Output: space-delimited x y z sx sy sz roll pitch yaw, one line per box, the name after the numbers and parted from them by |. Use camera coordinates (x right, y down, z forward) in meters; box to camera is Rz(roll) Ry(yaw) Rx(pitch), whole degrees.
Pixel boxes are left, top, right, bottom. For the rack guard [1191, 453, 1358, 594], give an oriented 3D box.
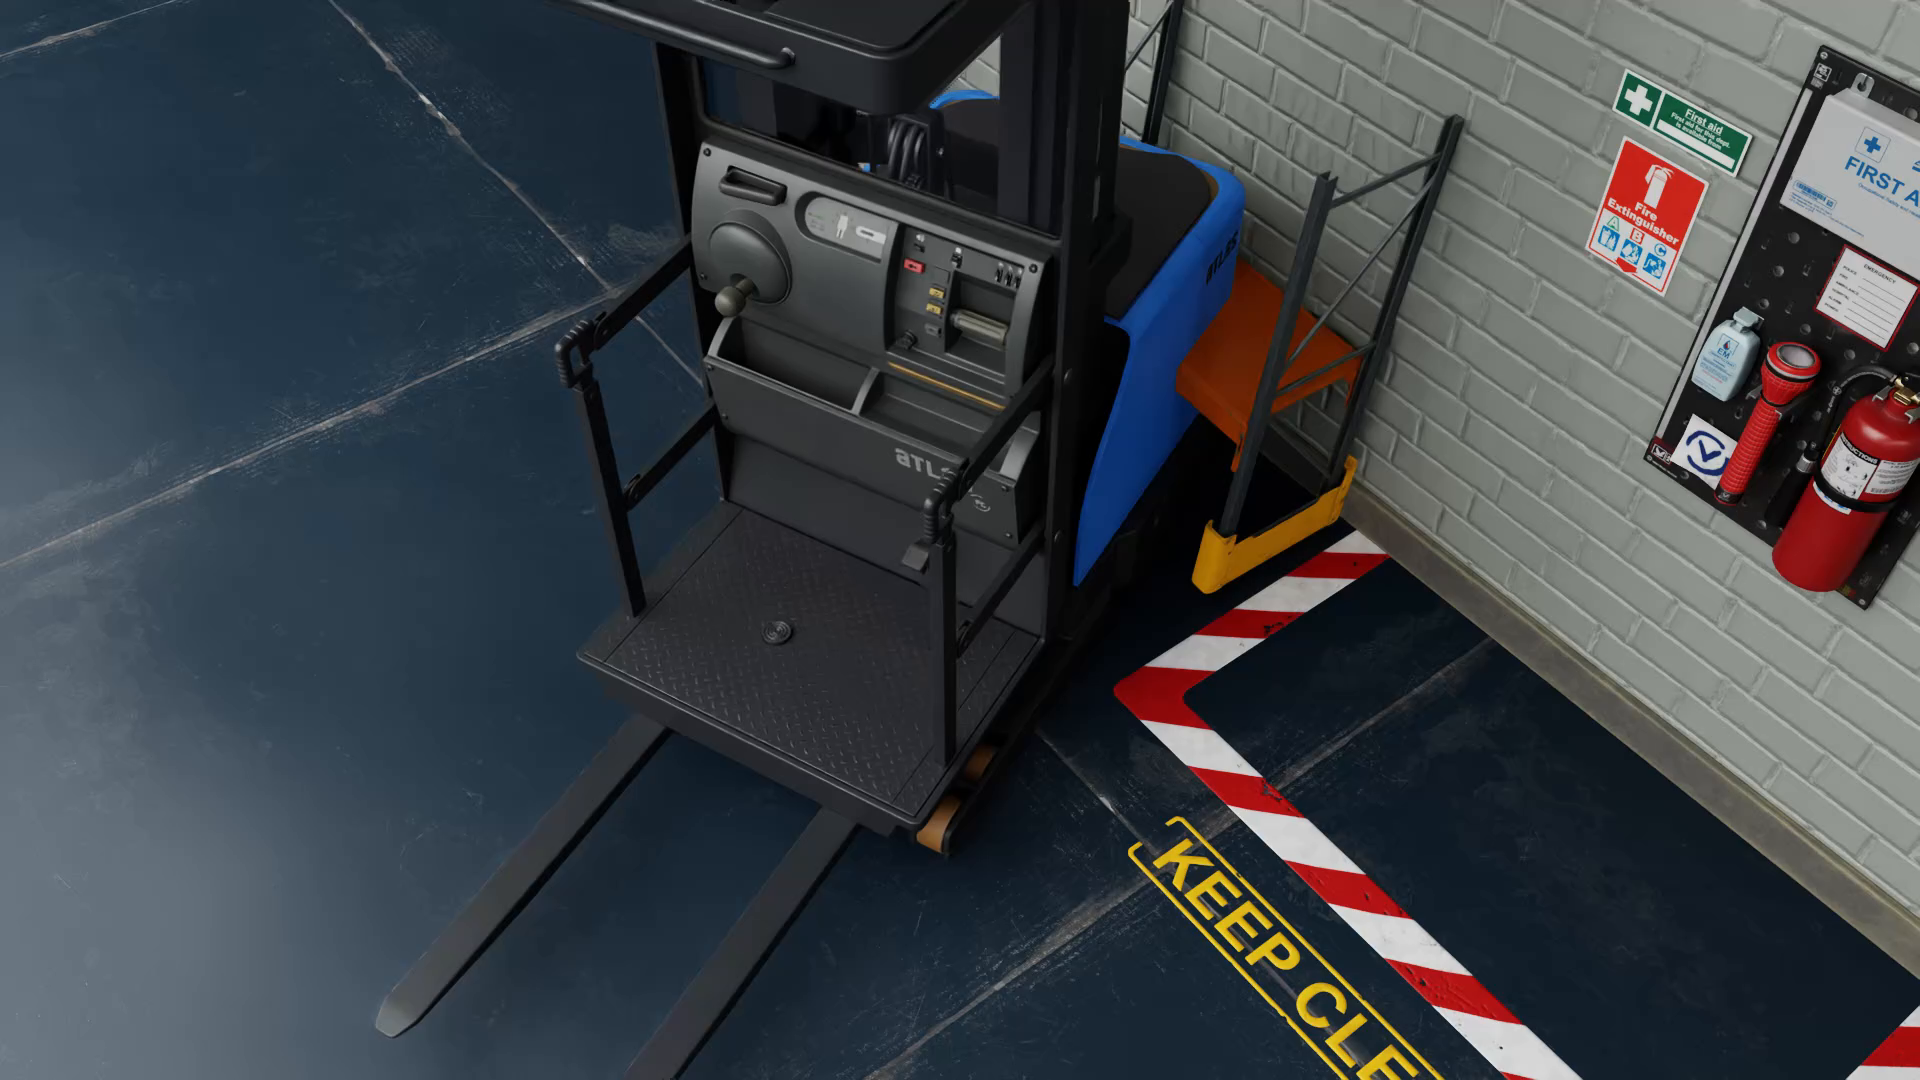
0.968 -0.059 5.115 0.587 0.250 0.087 -27 56 -26 | rack guard

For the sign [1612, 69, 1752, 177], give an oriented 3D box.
1.594 -0.925 3.682 0.001 0.109 0.331 -29 54 -24 | sign

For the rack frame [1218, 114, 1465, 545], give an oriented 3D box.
1.012 -0.471 4.646 0.500 1.500 0.032 -27 56 -26 | rack frame

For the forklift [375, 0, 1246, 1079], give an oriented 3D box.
-0.336 -0.539 3.760 1.130 2.935 3.031 23 52 20 | forklift

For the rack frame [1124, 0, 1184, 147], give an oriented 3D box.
0.406 -1.109 5.154 0.500 1.500 0.032 -27 56 -26 | rack frame

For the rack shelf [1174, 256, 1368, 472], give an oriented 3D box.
0.697 -0.671 5.035 0.538 0.185 1.000 -27 56 -26 | rack shelf

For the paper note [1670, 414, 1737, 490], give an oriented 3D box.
1.799 -0.209 4.009 0.016 0.148 0.142 -29 54 -24 | paper note

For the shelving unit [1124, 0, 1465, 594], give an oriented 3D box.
0.714 -0.784 4.896 0.587 1.500 1.083 -27 56 -26 | shelving unit

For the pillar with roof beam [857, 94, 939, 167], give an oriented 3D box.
-3.742 -2.517 1.458 9.100 9.000 0.400 -29 54 -24 | pillar with roof beam

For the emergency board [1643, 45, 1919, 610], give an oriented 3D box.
1.851 -0.369 3.560 0.194 1.169 0.643 -29 54 -24 | emergency board

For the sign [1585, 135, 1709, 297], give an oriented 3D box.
1.598 -0.753 3.884 0.001 0.329 0.234 -29 54 -24 | sign
